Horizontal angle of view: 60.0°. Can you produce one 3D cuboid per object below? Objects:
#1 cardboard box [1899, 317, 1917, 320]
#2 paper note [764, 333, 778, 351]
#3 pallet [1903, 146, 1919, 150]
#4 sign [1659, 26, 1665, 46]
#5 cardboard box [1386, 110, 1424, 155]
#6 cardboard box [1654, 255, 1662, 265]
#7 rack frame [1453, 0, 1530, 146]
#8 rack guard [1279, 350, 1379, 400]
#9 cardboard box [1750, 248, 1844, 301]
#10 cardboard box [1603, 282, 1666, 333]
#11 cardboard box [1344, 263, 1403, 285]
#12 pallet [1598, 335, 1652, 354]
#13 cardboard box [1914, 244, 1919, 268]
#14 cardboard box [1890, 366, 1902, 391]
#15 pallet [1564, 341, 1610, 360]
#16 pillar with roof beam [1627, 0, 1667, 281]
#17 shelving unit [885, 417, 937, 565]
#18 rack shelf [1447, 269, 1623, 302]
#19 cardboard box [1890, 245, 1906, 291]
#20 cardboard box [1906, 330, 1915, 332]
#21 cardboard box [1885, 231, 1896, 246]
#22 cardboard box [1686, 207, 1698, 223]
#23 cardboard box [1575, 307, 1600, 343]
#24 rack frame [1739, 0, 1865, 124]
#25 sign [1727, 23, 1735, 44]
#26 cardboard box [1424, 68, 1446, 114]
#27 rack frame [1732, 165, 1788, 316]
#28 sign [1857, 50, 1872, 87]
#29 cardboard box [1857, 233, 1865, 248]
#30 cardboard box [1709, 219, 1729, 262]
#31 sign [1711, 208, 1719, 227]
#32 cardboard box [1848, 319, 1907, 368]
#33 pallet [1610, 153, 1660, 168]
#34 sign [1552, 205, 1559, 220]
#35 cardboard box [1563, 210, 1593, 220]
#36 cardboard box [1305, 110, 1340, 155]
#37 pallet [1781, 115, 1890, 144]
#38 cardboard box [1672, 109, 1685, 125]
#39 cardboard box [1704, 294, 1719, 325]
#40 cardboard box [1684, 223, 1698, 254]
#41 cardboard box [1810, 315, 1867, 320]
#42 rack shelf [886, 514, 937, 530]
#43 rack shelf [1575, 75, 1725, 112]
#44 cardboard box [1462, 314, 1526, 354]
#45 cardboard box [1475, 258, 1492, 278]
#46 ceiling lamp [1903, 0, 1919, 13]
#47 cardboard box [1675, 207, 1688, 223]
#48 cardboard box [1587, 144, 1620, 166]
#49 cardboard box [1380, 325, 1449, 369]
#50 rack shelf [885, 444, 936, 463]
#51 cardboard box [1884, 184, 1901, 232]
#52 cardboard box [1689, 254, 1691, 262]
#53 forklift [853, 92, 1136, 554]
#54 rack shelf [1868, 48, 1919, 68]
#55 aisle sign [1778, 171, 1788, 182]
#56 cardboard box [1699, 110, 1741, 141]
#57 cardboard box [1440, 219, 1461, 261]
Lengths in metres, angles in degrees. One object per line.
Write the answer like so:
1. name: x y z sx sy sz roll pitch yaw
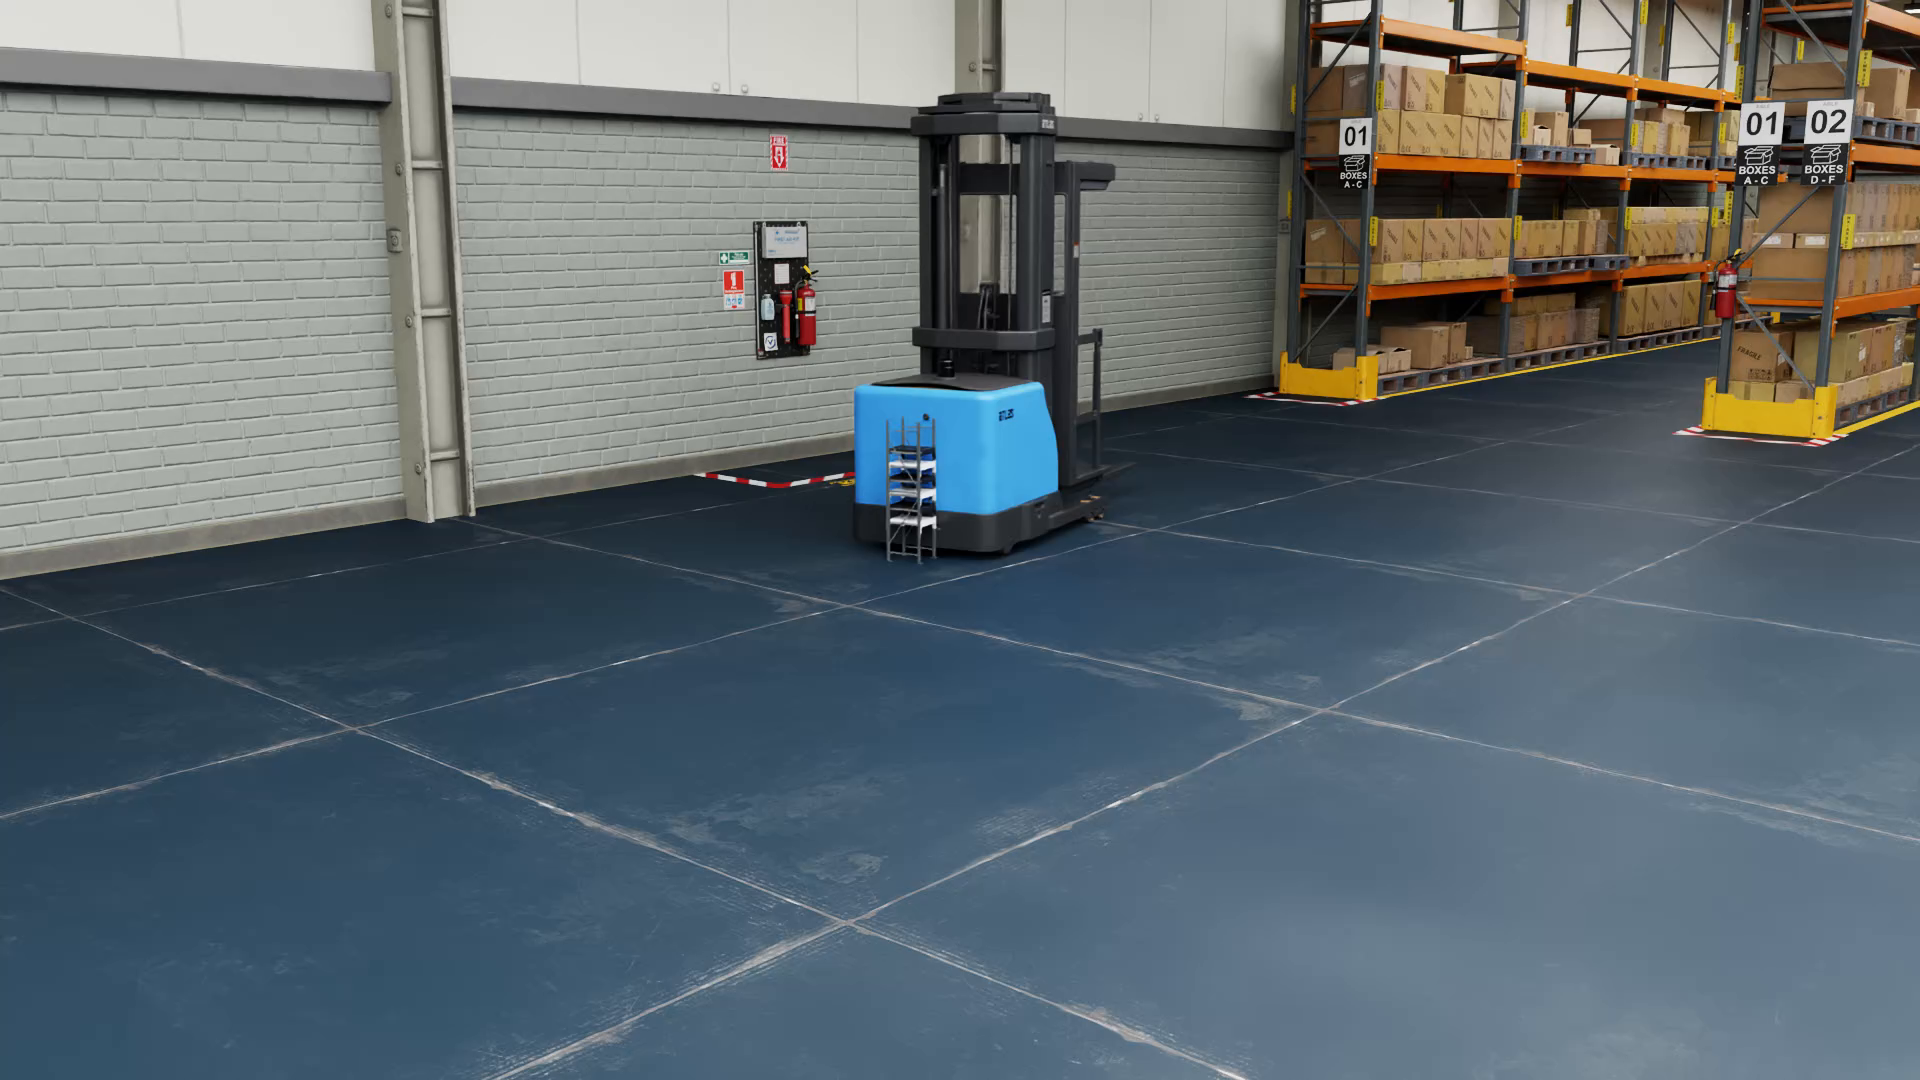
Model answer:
1. cardboard box: 12.778 -2.823 22.204 0.500 0.311 0.500 10 15 42
2. paper note: -1.637 -1.717 14.398 0.016 0.148 0.142 10 15 40
3. pallet: 11.276 -4.650 19.663 0.805 0.209 1.217 9 14 38
4. sign: 11.861 -8.511 28.060 0.100 0.325 0.005 10 15 40
5. cardboard box: 5.130 -4.814 19.689 0.500 0.500 0.500 -11 16 -44
6. cardboard box: 11.017 -4.502 26.683 0.380 0.149 0.250 10 15 41
7. rack frame: 6.980 -6.723 21.896 1.000 3.000 0.127 10 15 40
8. rack guard: 4.390 -1.978 19.838 1.175 0.500 0.348 10 15 40
9. cardboard box: 8.381 -2.669 16.659 0.700 0.500 0.500 10 15 40
10. cardboard box: 10.788 -3.741 26.698 0.750 0.750 0.750 10 15 40
11. cardboard box: 4.901 -3.160 19.704 0.500 0.250 0.500 9 15 39
12. pallet: 10.198 -3.108 26.235 1.003 0.211 1.213 10 15 40
13. cardboard box: 11.571 -3.379 20.213 0.500 0.500 0.500 -11 16 -43
14. cardboard box: 10.225 -1.830 18.663 0.500 0.250 0.500 10 15 40
15. pallet: 9.104 -2.887 25.129 1.003 0.211 1.213 10 15 40
16. pillar with roof beam: 15.307 -7.558 26.078 9.100 9.000 0.400 10 15 40
17. shelving unit: -0.308 -0.312 10.475 0.258 0.900 0.210 6 13 26
18. rack shelf: 8.301 -3.723 24.028 1.077 0.370 4.000 10 15 40
19. cardboard box: 10.072 -3.046 18.547 0.700 0.500 0.500 10 15 40
20. cardboard box: 11.498 -2.375 19.962 0.500 0.311 0.500 10 15 40
21. cardboard box: 9.846 -3.254 17.933 0.380 0.149 0.250 10 15 42
22. cardboard box: 11.800 -5.355 27.382 0.500 0.250 0.500 10 15 42
23. cardboard box: 9.185 -3.247 25.068 0.700 0.500 0.500 10 15 41
24. rack frame: 8.064 -5.495 15.746 1.000 3.000 0.127 10 15 40
25. sign: 12.677 -8.329 27.348 0.100 0.325 0.005 10 15 40
26. cardboard box: 5.476 -5.382 19.982 0.500 0.500 0.500 10 15 42
27. rack frame: 14.902 -5.547 31.323 1.000 3.000 0.127 10 15 40
28. sign: 8.476 -4.418 15.583 0.100 0.325 0.005 10 15 40
29. cardboard box: 8.991 -3.062 16.973 0.380 0.149 0.250 9 15 39
30. cardboard box: 12.632 -5.183 28.737 0.980 0.700 0.700 10 15 41
31. sign: 12.675 -5.418 27.927 0.100 0.325 0.005 10 15 40
32. cardboard box: 10.223 -2.198 18.591 0.500 0.500 0.500 10 15 40
33. pallet: 10.006 -5.850 25.664 1.213 0.211 1.003 11 16 43
34. sign: 9.202 -5.009 25.674 0.100 0.325 0.005 10 15 40
35. cardboard box: 9.214 -4.849 24.794 0.380 0.149 0.250 7 13 31
36. cardboard box: 4.425 -4.817 19.703 0.500 0.500 0.500 -11 16 -43
37. pallet: 8.550 -4.081 16.552 1.003 0.211 1.213 10 15 40
38. cardboard box: 11.582 -6.949 27.393 0.500 0.250 0.500 -11 16 -43
39. cardboard box: 12.832 -4.035 29.065 0.700 0.500 0.500 10 15 41
40. cardboard box: 11.817 -4.986 27.451 0.500 0.500 0.500 10 15 41
41. cardboard box: 10.163 -2.339 19.296 0.500 0.500 0.500 10 15 40
42. rack shelf: -0.308 -0.103 10.517 0.258 0.077 0.200 6 13 26
43. rack shelf: 10.941 -7.057 26.426 1.077 0.370 4.000 10 15 40
44. cardboard box: 7.454 -2.882 23.239 0.700 0.500 0.500 10 15 42
45. cardboard box: 6.560 -3.536 21.590 0.500 0.250 0.500 10 15 41
46. ceiling lamp: 18.571 -11.419 30.506 2.000 3.185 0.800 10 15 40
47. cardboard box: 11.464 -5.280 27.007 0.500 0.250 0.500 10 15 41
48. cardboard box: 9.348 -5.666 24.438 0.500 0.311 0.500 10 15 40
49. cardboard box: 5.762 -2.458 21.119 0.700 0.500 0.500 9 14 37
50. rack shelf: -0.308 -0.544 10.429 0.258 0.077 0.200 6 13 26
51. cardboard box: 9.752 -3.612 18.071 0.700 0.500 0.500 10 15 40
52. cardboard box: 11.897 -4.686 27.605 0.380 0.149 0.250 10 15 42
53. forklift: 0.413 -1.593 11.705 1.130 2.935 3.031 6 13 26
54. rack shelf: 12.024 -5.828 20.275 1.077 0.370 4.000 10 15 40
55. aisle sign: 15.175 -6.793 30.928 0.394 0.787 0.004 10 15 40
56. cardboard box: 12.943 -7.047 28.317 0.500 0.500 0.500 10 15 40
57. cardboard box: 5.892 -3.752 20.756 0.500 0.500 0.500 10 15 42
